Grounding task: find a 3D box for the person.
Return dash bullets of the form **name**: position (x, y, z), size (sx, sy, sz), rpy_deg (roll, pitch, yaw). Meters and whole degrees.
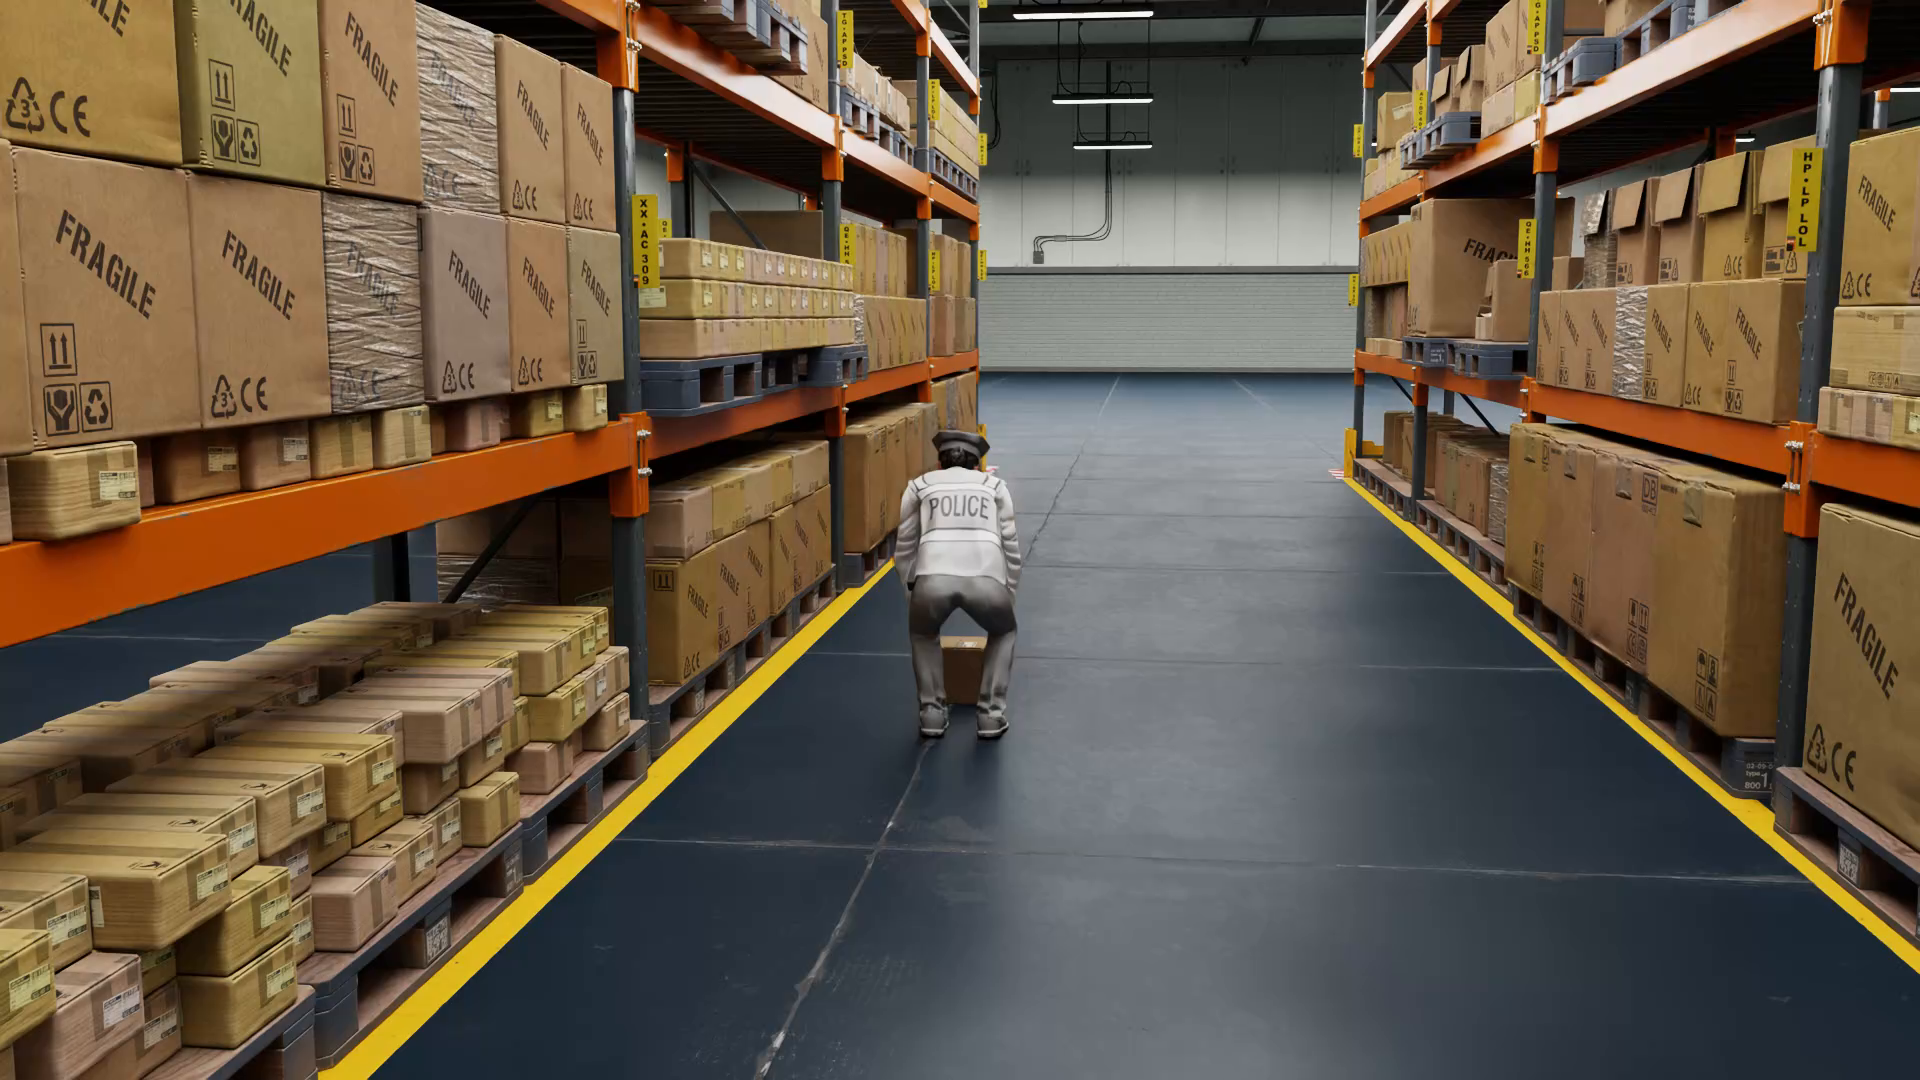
- **person**: position (-0.022, 0.171, 6.763), size (0.525, 1.207, 0.787), rpy_deg (1, 8, 6)
